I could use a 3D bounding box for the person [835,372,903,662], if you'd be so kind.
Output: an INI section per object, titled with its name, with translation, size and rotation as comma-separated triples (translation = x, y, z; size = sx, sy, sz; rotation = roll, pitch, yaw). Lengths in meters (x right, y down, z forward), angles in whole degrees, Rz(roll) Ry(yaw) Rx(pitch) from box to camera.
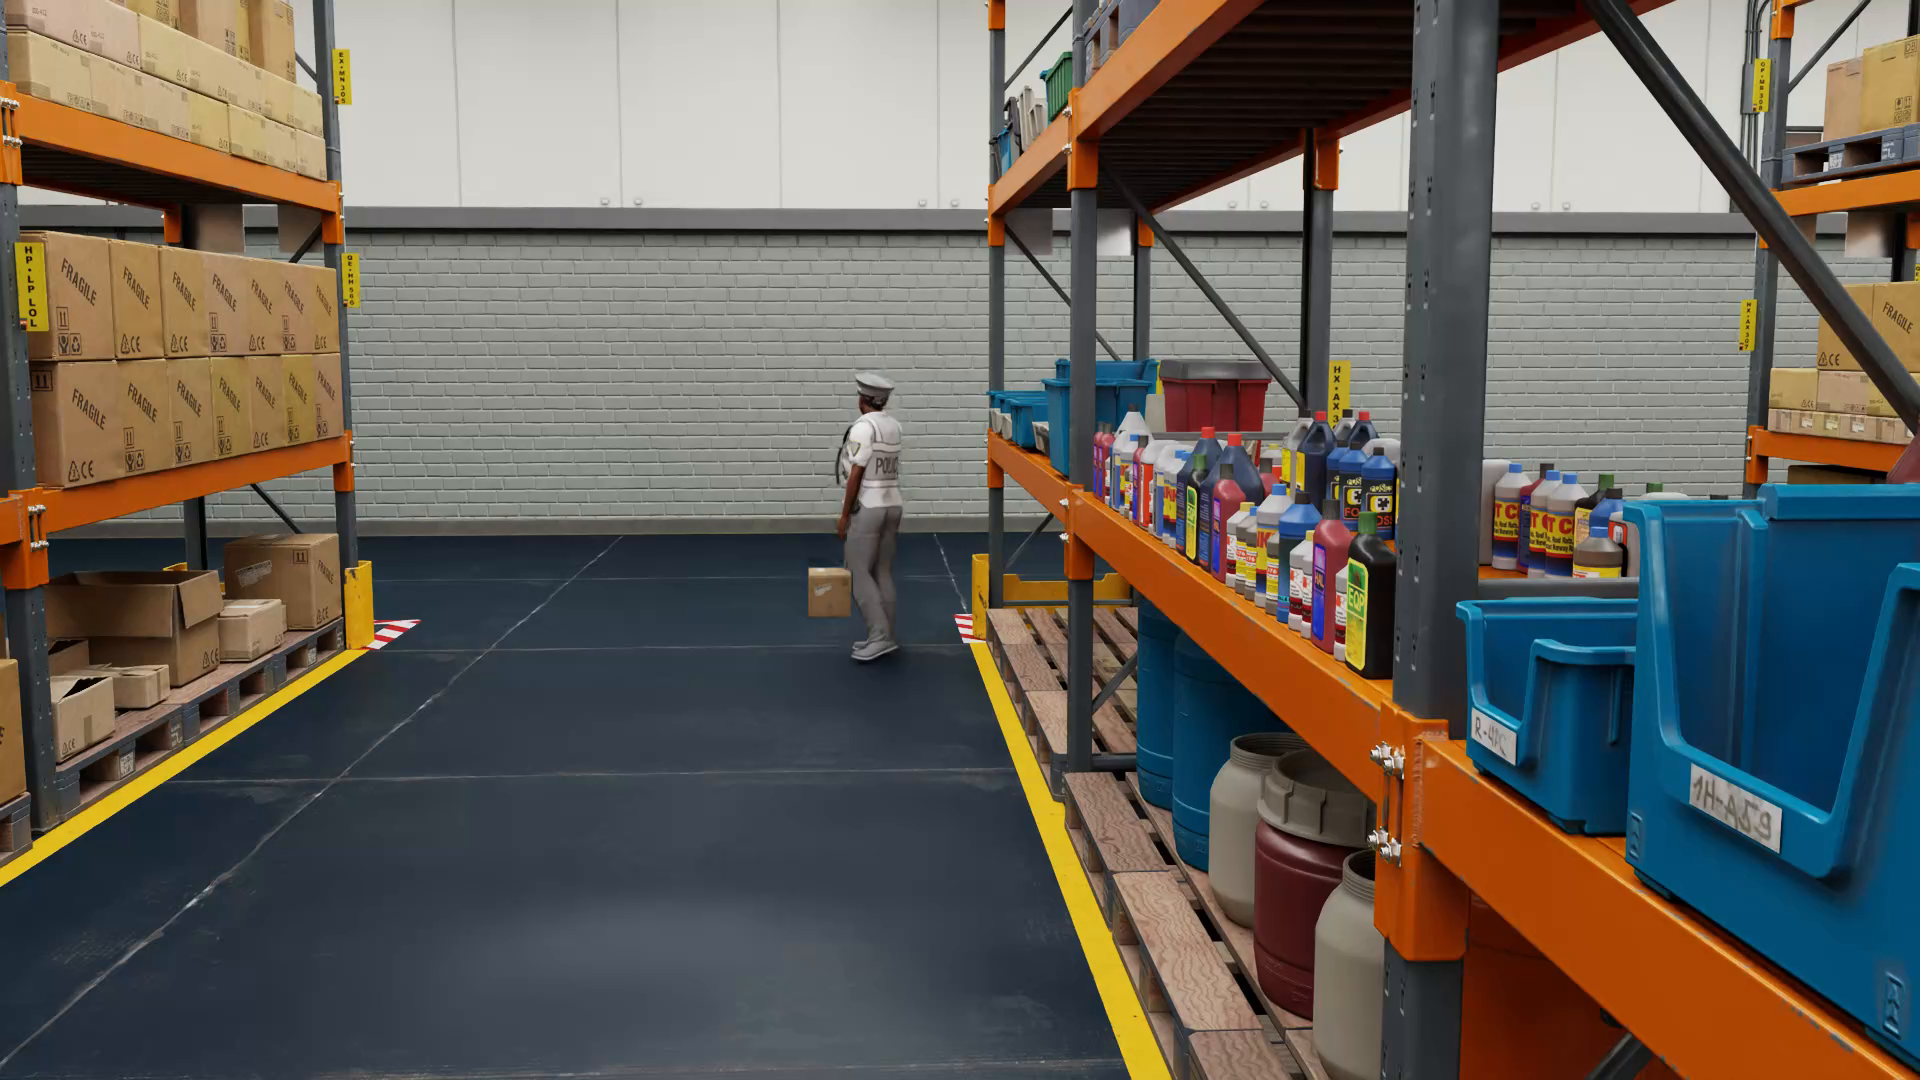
[person]
translation = -0.517, -0.147, 9.853
size = 0.397, 1.679, 0.544
rotation = 4, 8, 29
